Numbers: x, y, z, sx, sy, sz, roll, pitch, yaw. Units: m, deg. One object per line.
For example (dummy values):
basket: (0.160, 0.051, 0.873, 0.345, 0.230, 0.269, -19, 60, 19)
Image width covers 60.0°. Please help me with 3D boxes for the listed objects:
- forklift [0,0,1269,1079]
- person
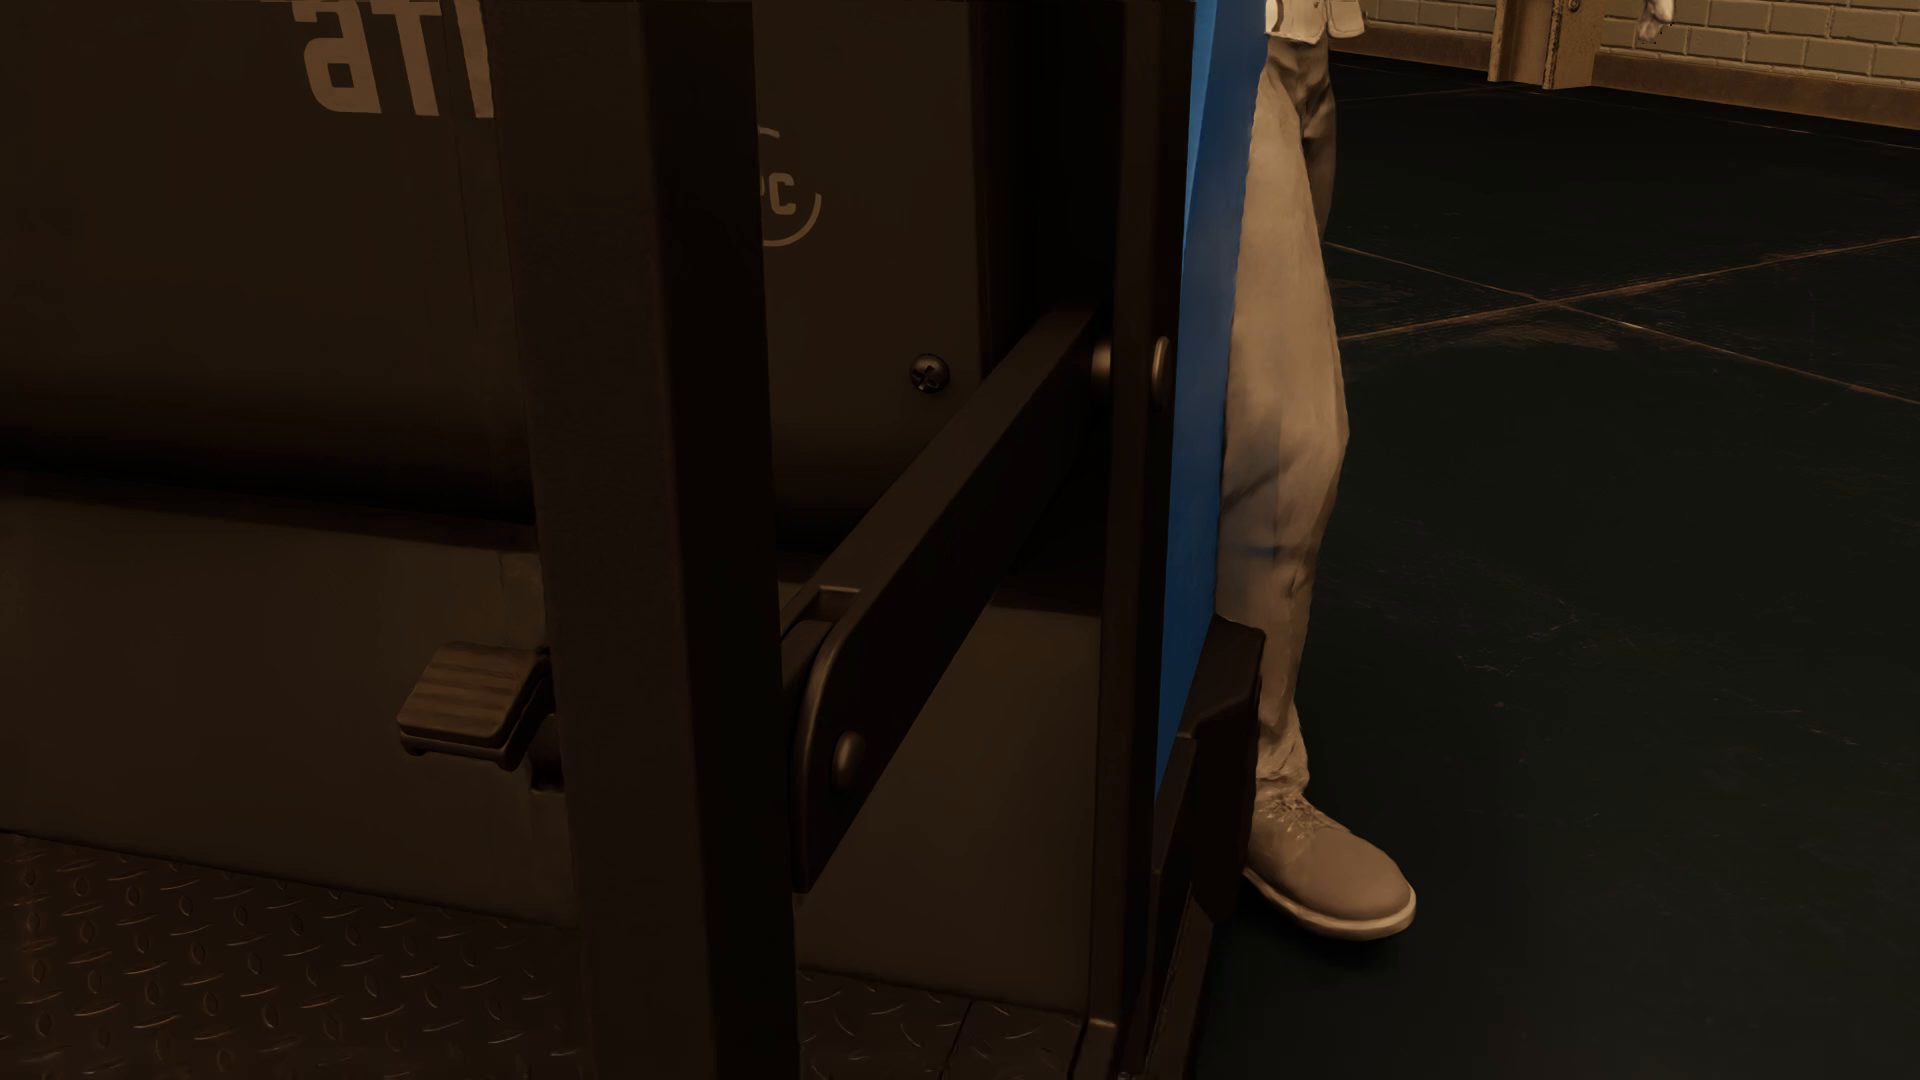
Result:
forklift: (-0.479, -0.716, 0.517, 1.130, 2.935, 3.031, 6, 23, 14)
person: (0.259, -0.449, 1.650, 0.794, 1.593, 0.666, 13, 26, 28)
